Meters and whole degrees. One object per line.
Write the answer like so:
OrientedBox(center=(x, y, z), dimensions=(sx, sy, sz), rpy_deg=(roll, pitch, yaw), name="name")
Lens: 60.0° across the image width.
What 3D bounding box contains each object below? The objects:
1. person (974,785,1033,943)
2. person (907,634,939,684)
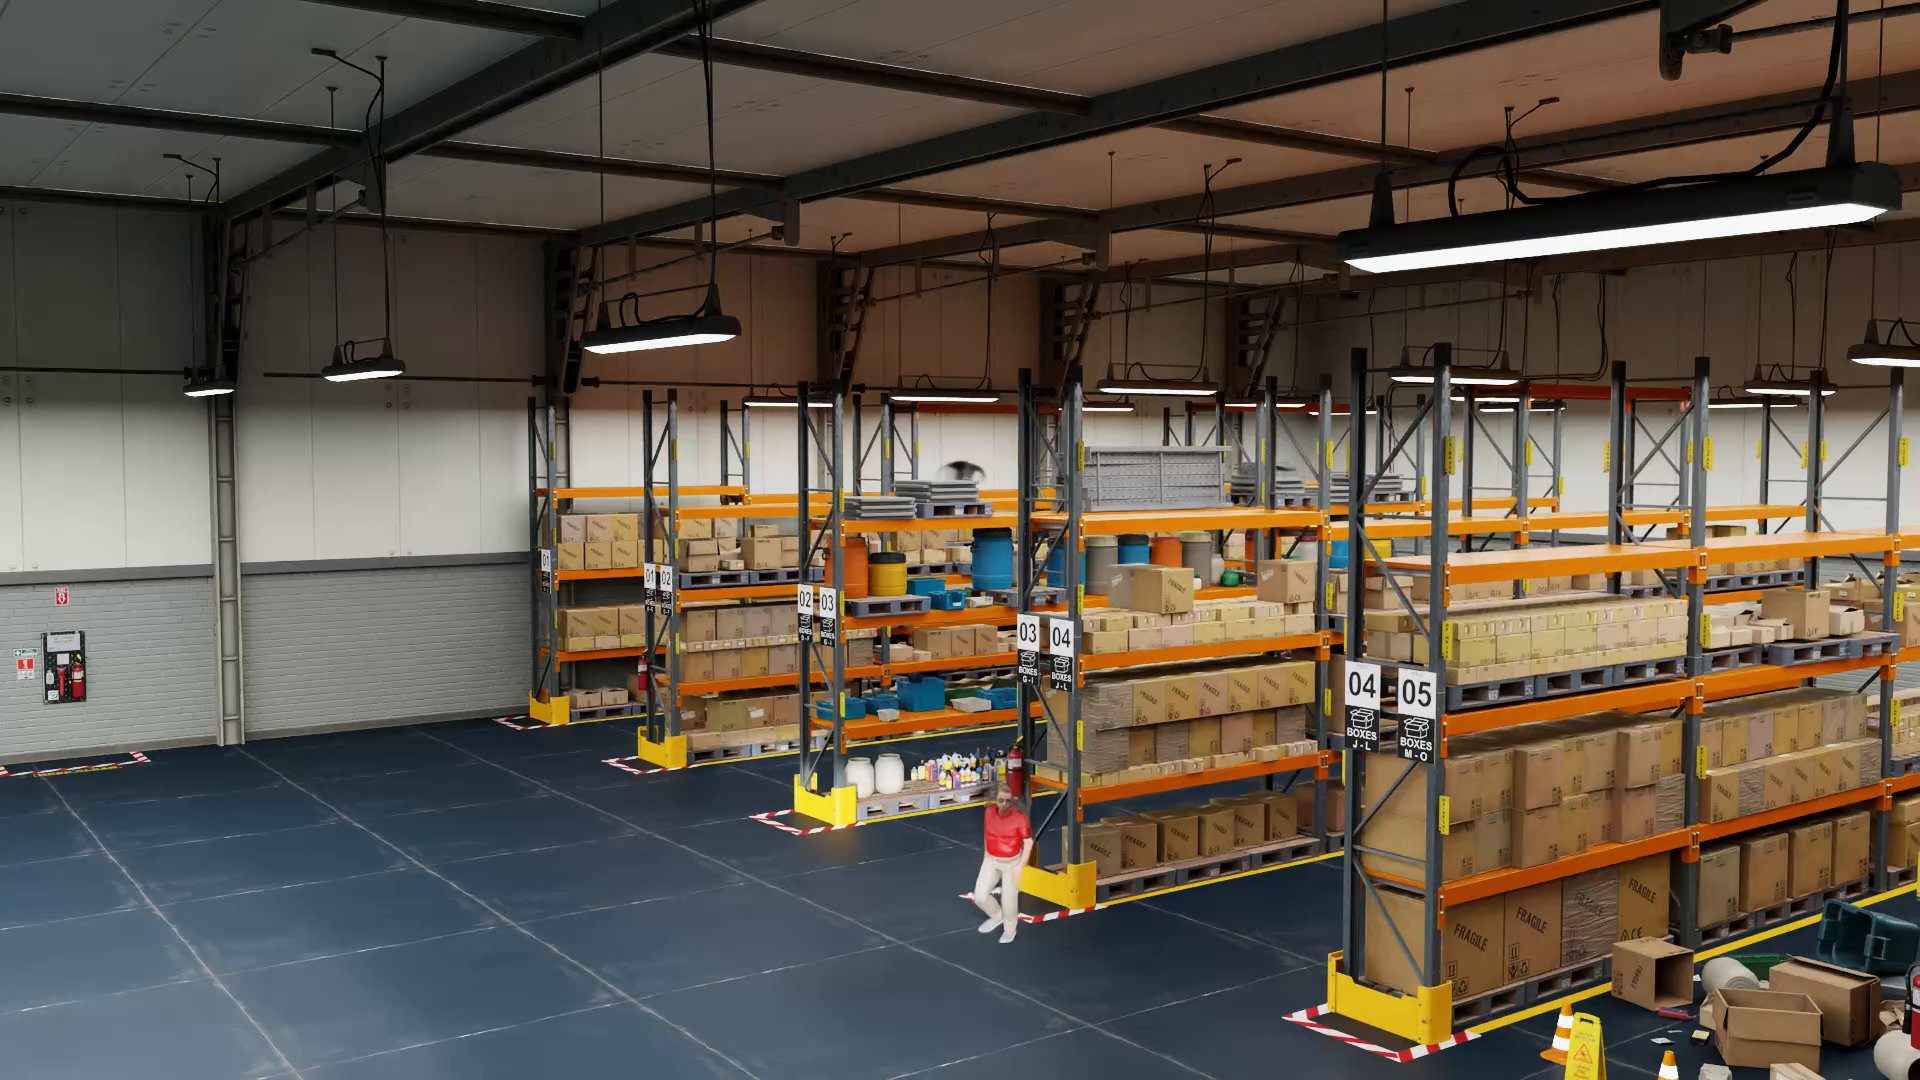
OrientedBox(center=(0.460, 3.320, 17.017), dimensions=(0.658, 1.681, 0.690), rpy_deg=(1, 4, 21), name="person")
OrientedBox(center=(-0.552, 2.528, 31.842), dimensions=(0.992, 1.506, 0.610), rpy_deg=(-1, 4, -20), name="person")
